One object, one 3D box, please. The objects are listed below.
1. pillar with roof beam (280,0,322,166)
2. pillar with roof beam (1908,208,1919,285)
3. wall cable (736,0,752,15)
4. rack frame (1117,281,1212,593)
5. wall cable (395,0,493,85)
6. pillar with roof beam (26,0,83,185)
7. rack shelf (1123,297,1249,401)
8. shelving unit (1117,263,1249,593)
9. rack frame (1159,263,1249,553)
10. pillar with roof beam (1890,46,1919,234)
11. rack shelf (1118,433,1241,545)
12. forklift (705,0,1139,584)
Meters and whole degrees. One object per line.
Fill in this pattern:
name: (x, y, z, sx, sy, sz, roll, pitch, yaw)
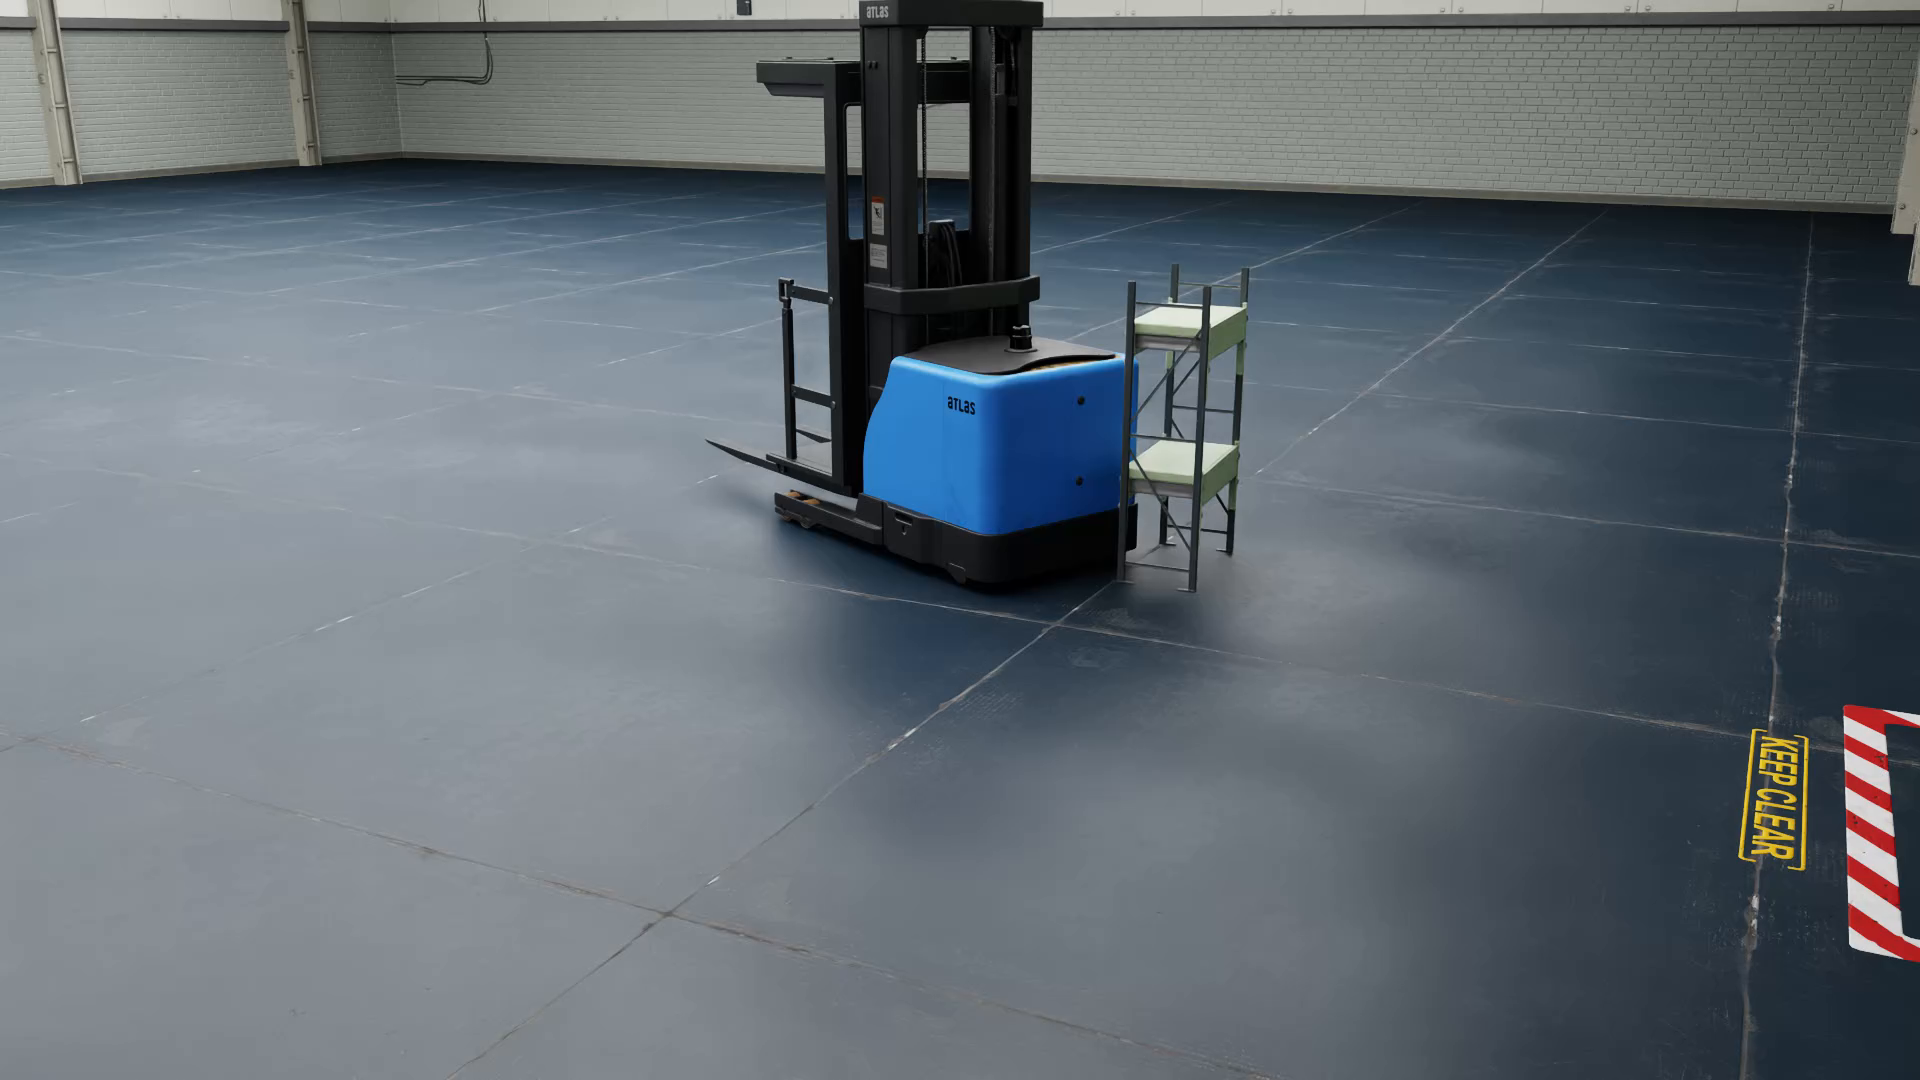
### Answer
pillar with roof beam: (-10.763, -12.197, 34.286, 9.100, 9.000, 0.400, 8, 18, 25)
pillar with roof beam: (7.033, -7.757, 19.336, 9.100, 9.000, 0.400, 8, 18, 25)
wall cable: (-3.629, -13.746, 33.526, 2.305, 6.003, 0.169, 8, 18, 25)
rack frame: (0.977, -0.485, 8.017, 0.400, 1.500, 0.023, 7, 18, 22)
wall cable: (-12.115, -11.839, 38.532, 3.097, 2.526, 0.112, 8, 18, 25)
pillar with roof beam: (-13.444, -10.669, 29.140, 9.100, 9.000, 0.400, 8, 18, 25)
rack shelf: (1.124, -0.955, 8.227, 0.431, 0.370, 0.720, 7, 18, 22)
shelving unit: (1.121, -0.581, 8.339, 0.431, 1.500, 0.755, 7, 18, 22)
rack frame: (1.265, -0.677, 8.662, 0.400, 1.500, 0.023, 7, 18, 22)
pillar with roof beam: (9.714, -9.285, 24.481, 9.100, 9.000, 0.400, 8, 18, 25)
rack shelf: (1.118, -0.269, 8.433, 0.431, 0.370, 0.720, 7, 18, 22)
forklift: (-0.389, -1.545, 9.077, 1.130, 2.935, 3.031, -13, 21, -37)
